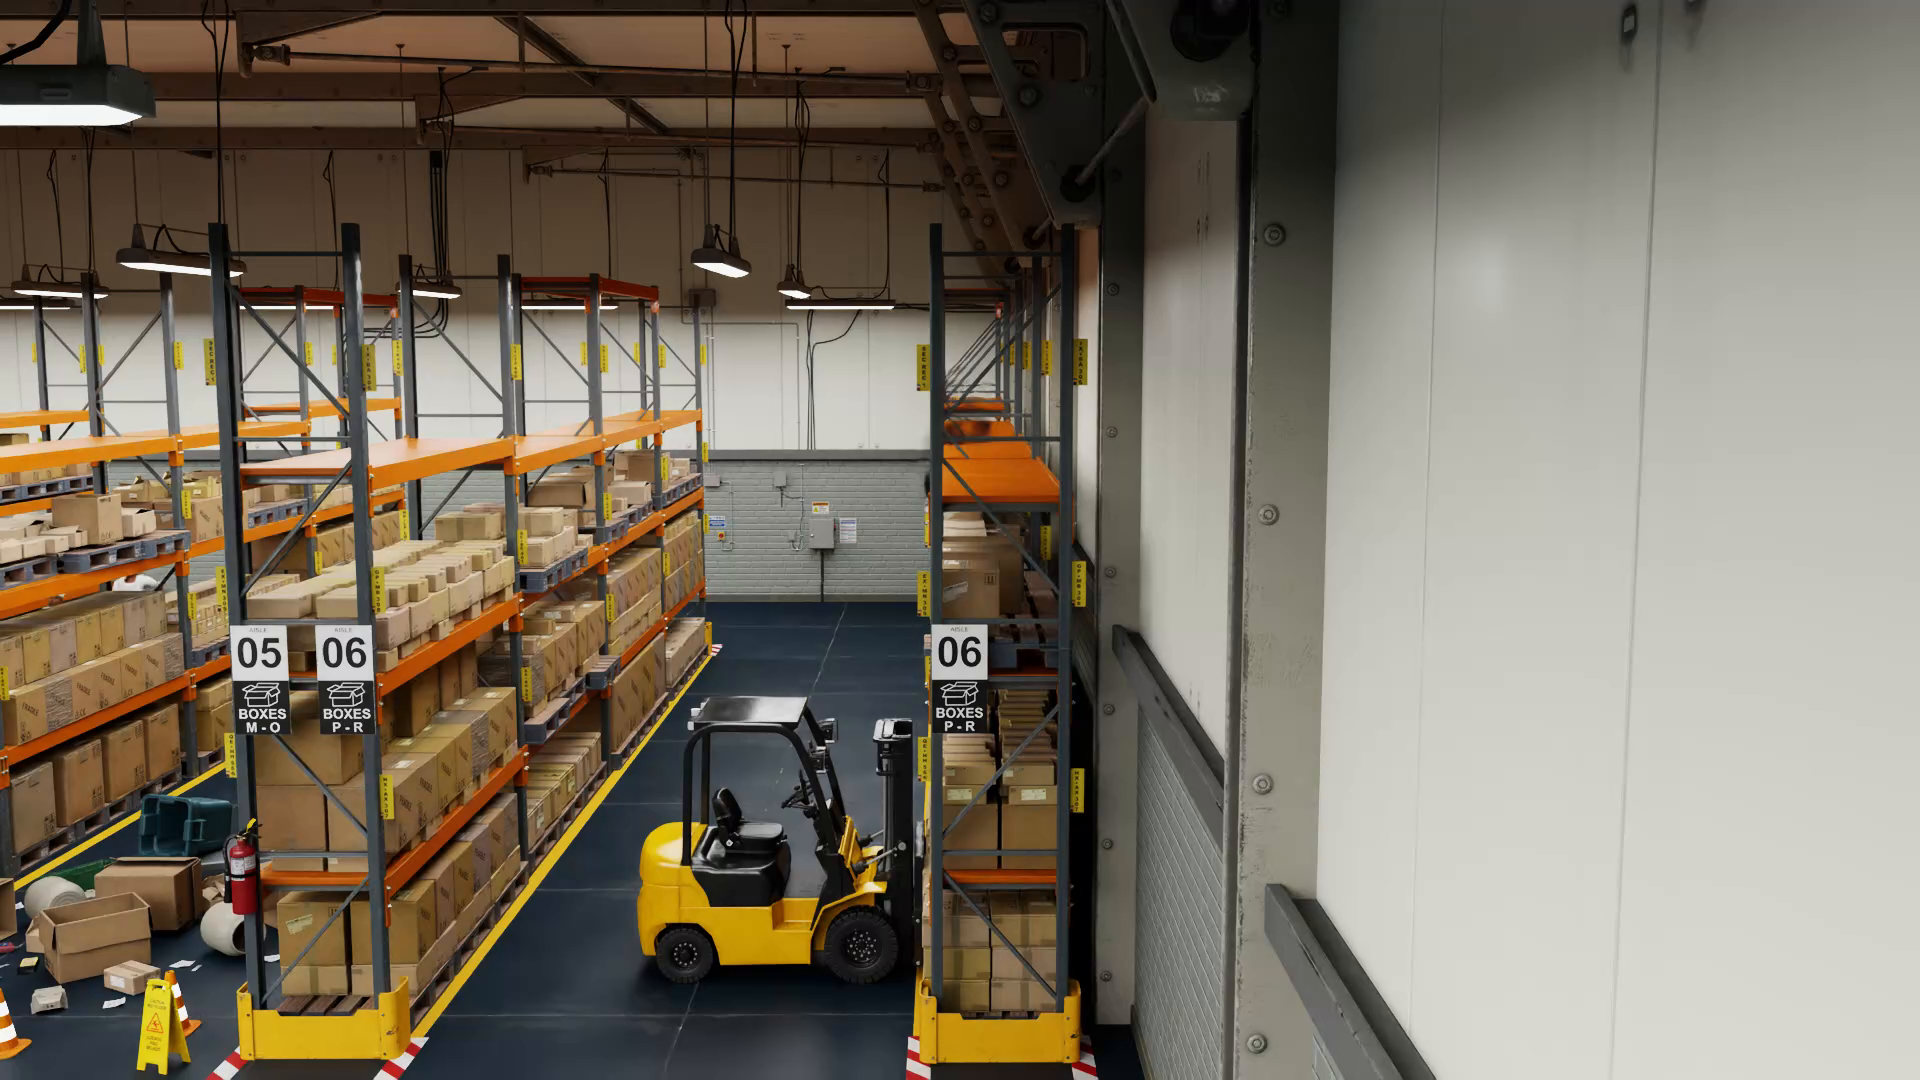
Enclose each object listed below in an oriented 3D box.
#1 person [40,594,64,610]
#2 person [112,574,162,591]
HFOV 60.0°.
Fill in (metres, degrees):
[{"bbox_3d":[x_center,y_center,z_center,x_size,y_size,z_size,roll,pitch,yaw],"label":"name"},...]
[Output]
[{"bbox_3d":[-12.779,1.550,23.468,0.674,1.740,0.627,-1,7,-10],"label":"person"},{"bbox_3d":[-13.093,1.179,26.365,0.695,1.766,0.964,0,7,3],"label":"person"}]
